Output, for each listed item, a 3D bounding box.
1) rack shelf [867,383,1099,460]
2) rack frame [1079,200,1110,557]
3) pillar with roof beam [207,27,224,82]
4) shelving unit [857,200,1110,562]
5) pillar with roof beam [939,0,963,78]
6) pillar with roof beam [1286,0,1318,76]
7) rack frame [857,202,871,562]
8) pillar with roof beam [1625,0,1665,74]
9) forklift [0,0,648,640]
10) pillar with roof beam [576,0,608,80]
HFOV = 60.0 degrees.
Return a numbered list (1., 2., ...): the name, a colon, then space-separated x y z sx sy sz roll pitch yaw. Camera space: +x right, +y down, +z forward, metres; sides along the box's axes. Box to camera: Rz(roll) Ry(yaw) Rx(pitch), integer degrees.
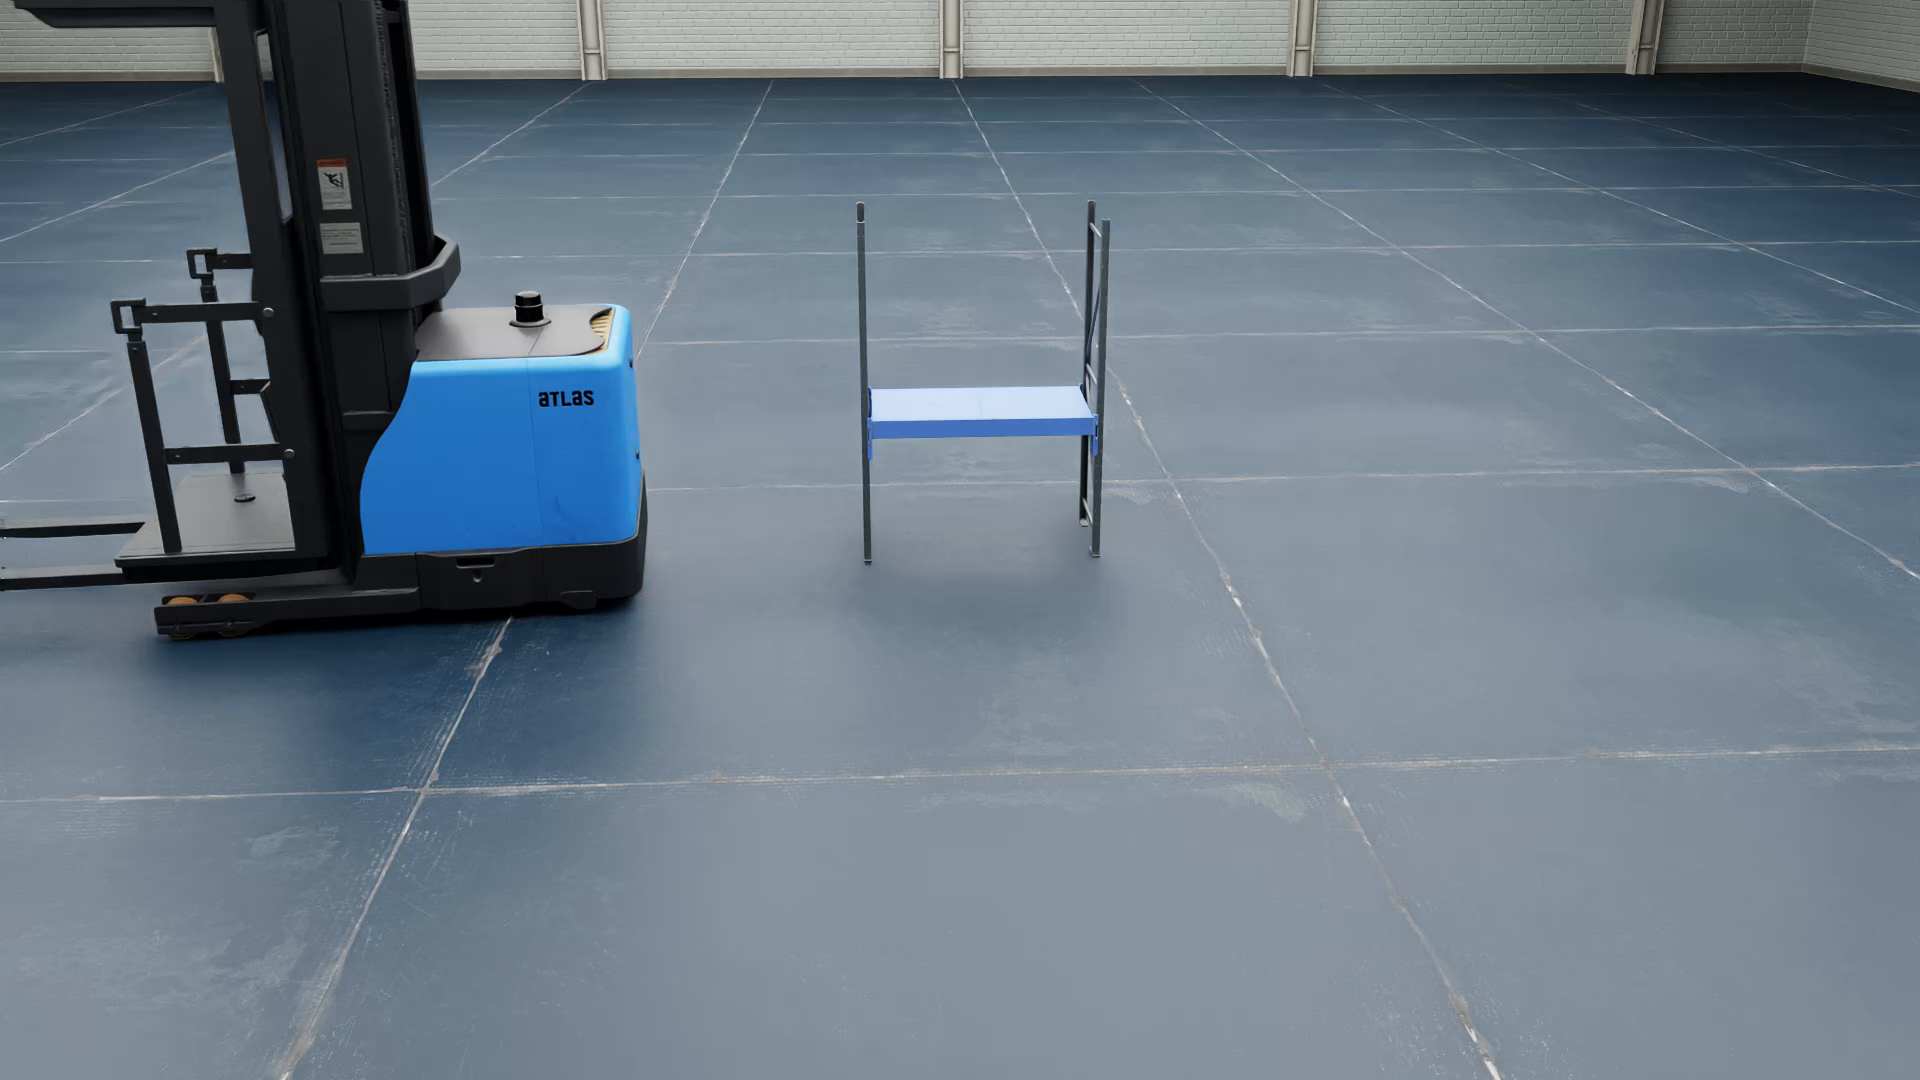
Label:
1. rack shelf: 0.085 -0.535 7.423 1.000 0.185 0.538 -1 21 -3
2. rack frame: 0.593 -0.713 7.386 0.032 1.500 0.500 -1 21 -3
3. pillar with roof beam: -11.886 -10.310 22.054 0.400 9.000 9.100 -1 21 -3
4. shelving unit: 0.085 -0.703 7.359 1.048 1.500 0.538 -1 21 -3
5. pillar with roof beam: 0.094 -10.554 22.694 0.400 9.000 9.100 -1 21 -3
6. pillar with roof beam: 6.084 -10.676 23.014 0.400 9.000 9.100 -1 21 -3
7. rack frame: -0.422 -0.692 7.332 0.032 1.500 0.500 -1 21 -3
8. pillar with roof beam: 12.075 -10.797 23.334 0.400 9.000 9.100 -1 21 -3
9. forklift: -2.879 -1.176 6.590 3.031 2.935 1.130 -3 21 -8
10. pillar with roof beam: -5.896 -10.432 22.374 0.400 9.000 9.100 -1 21 -3
